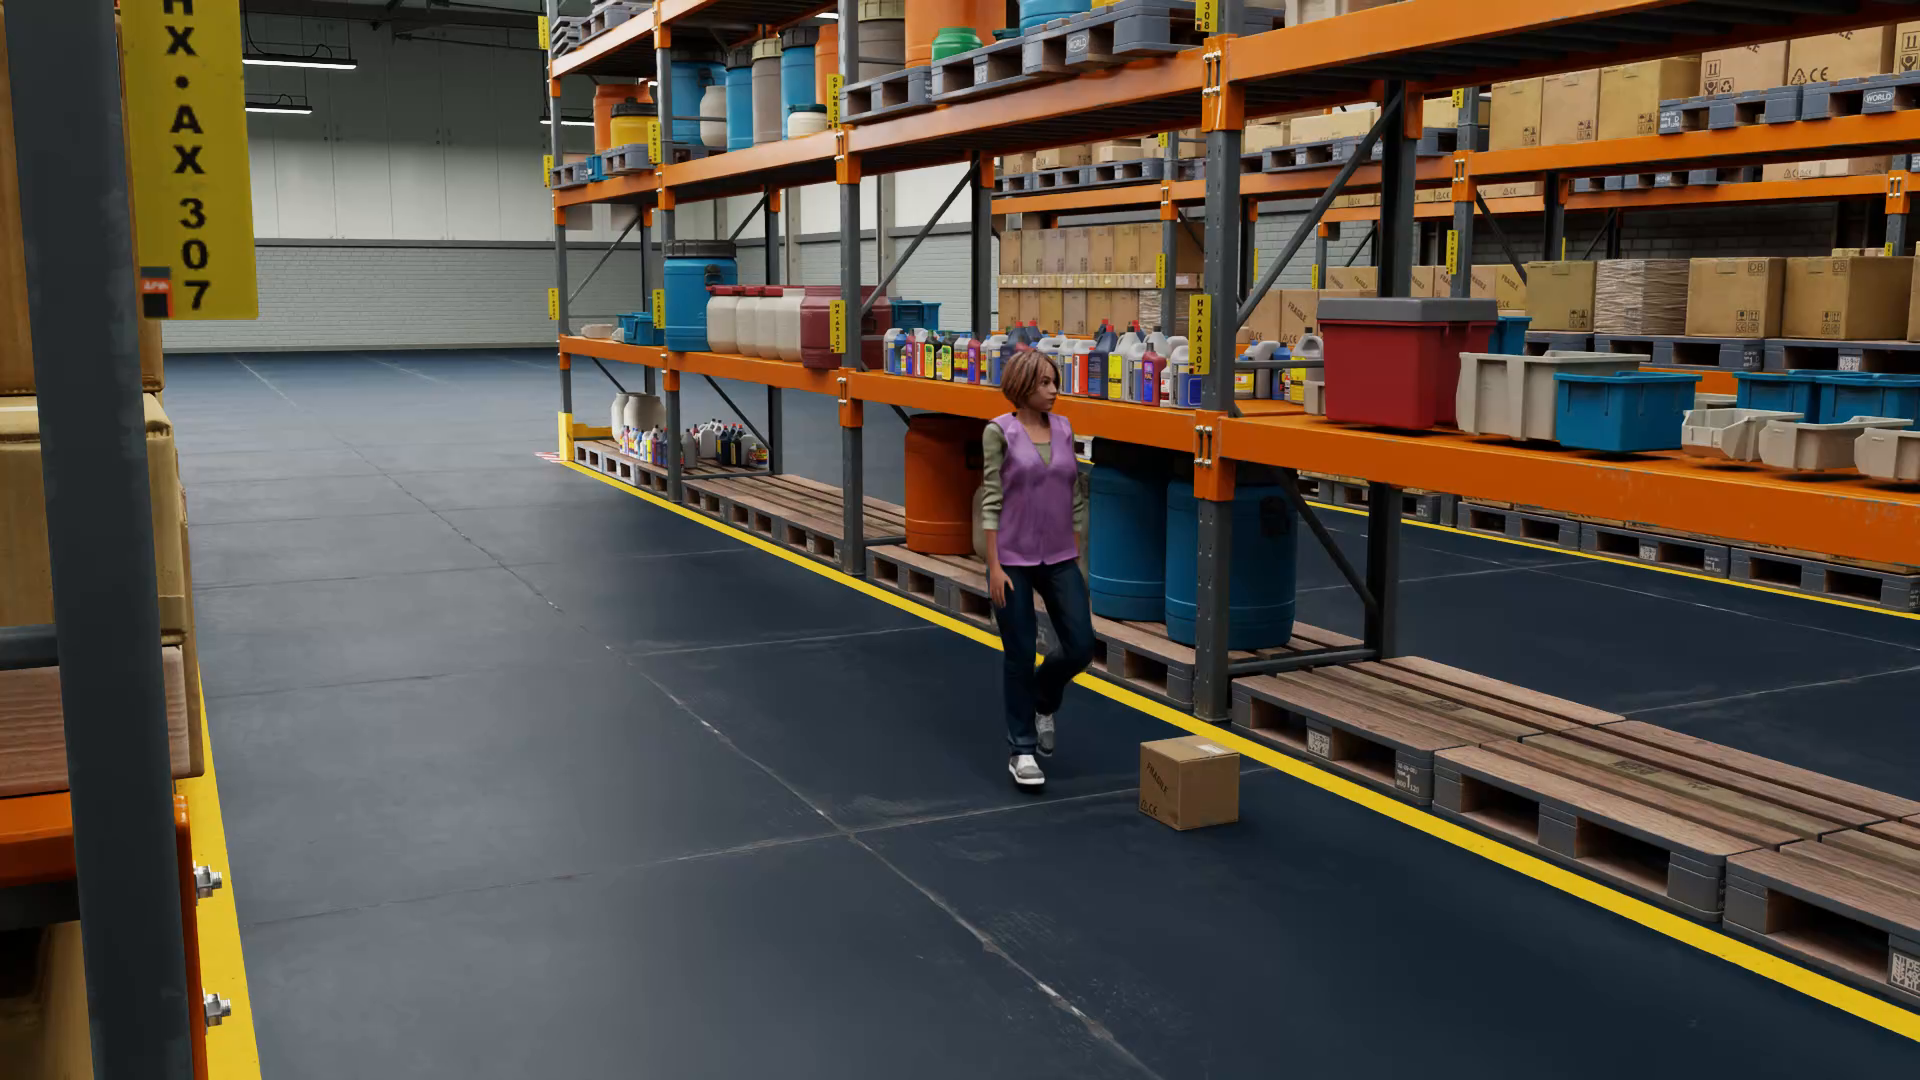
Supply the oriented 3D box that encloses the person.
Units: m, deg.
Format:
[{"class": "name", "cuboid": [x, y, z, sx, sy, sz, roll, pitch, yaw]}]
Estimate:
[{"class": "person", "cuboid": [0.274, 0.101, 6.154, 0.424, 1.575, 0.447, -3, 9, -18]}]
